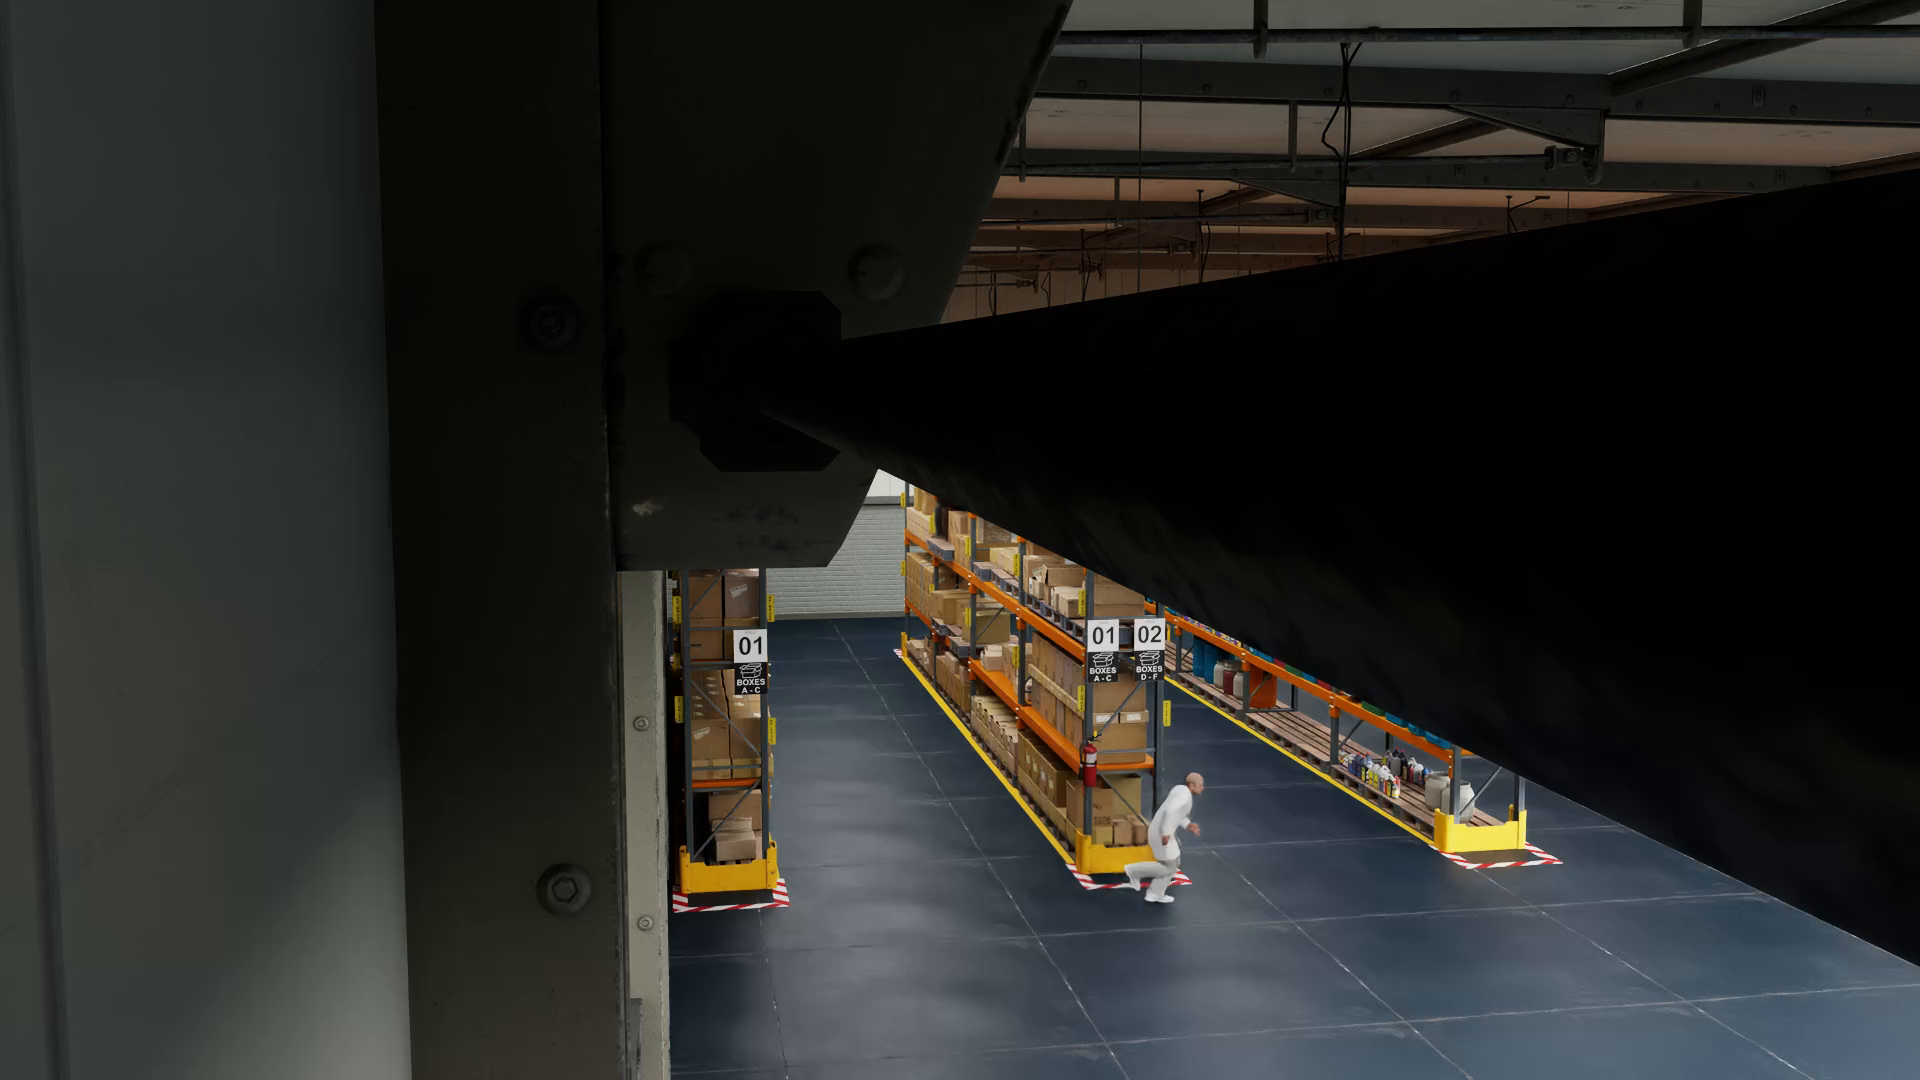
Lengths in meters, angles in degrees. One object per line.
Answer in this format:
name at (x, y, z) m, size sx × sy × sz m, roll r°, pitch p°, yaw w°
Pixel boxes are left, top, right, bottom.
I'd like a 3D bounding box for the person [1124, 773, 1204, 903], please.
person at (2.406, 3.524, 19.626) m, size 0.927 × 1.590 × 0.730 m, roll 1°, pitch 6°, yaw 6°
